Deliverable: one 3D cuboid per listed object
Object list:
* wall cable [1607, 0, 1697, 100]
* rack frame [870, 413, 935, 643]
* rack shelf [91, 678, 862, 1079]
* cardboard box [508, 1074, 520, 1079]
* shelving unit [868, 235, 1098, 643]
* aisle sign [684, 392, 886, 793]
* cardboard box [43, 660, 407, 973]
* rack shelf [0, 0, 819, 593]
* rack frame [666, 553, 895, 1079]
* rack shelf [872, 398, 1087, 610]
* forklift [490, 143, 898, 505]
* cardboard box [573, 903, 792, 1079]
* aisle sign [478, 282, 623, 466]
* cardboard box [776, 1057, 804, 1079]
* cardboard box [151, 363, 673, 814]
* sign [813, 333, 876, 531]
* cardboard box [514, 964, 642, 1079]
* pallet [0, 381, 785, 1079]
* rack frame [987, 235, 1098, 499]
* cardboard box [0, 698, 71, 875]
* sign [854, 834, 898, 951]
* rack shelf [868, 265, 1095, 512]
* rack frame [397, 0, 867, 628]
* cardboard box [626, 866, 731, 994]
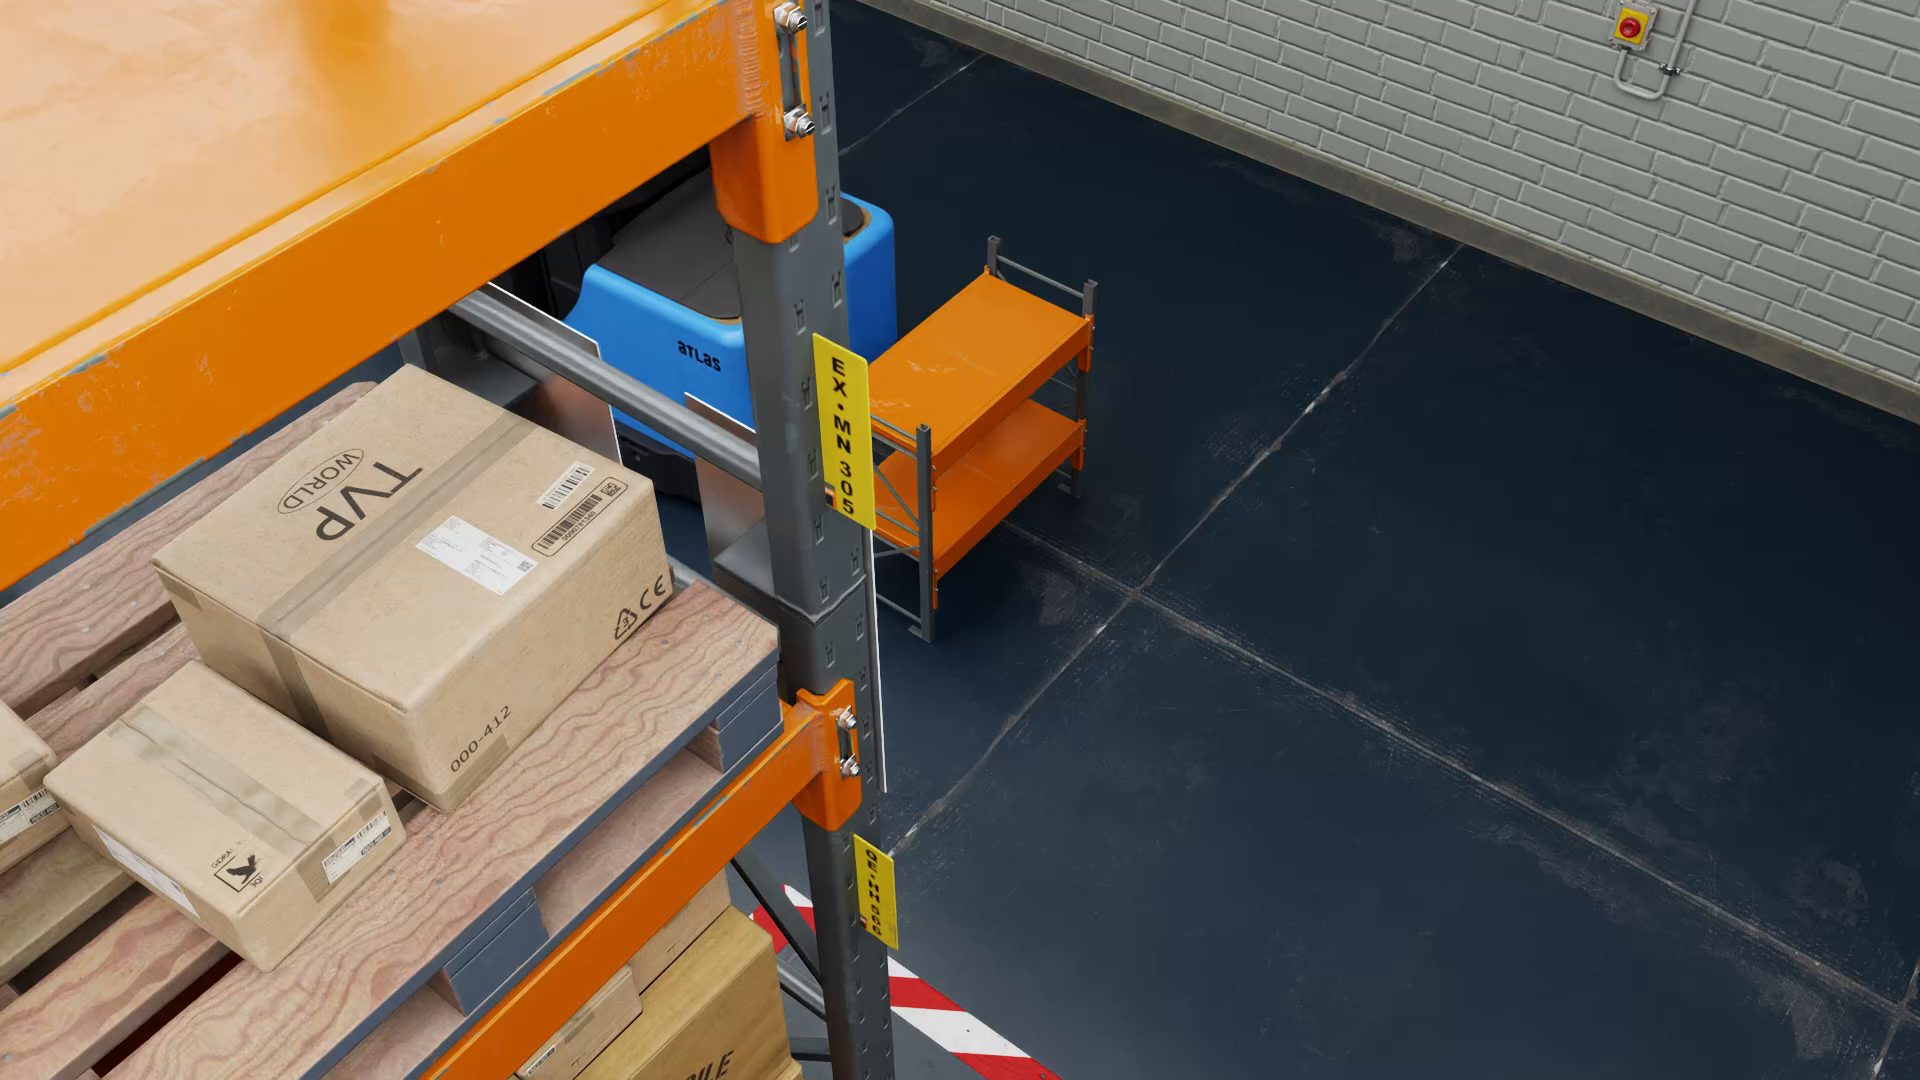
[{"bbox_3d":[2.844,-2.680,6.676,0.585,1.953,0.123,29,53,25],"label":"wall cable"},{"bbox_3d":[-0.307,-0.102,6.234,0.500,1.125,0.032,29,53,25],"label":"rack frame"},{"bbox_3d":[-1.808,1.276,2.045,1.077,0.370,4.000,29,53,25],"label":"rack shelf"},{"bbox_3d":[-0.873,0.950,2.724,0.380,0.149,0.250,29,53,25],"label":"cardboard box"},{"bbox_3d":[0.004,-0.392,6.512,0.538,1.125,1.048,29,53,25],"label":"shelving unit"},{"bbox_3d":[-0.296,0.117,2.931,0.394,0.787,0.004,29,53,25],"label":"aisle sign"},{"bbox_3d":[-0.982,0.362,2.234,0.380,0.149,0.250,25,51,22],"label":"cardboard box"},{"bbox_3d":[-1.808,0.378,1.105,1.077,0.370,4.000,29,53,25],"label":"rack shelf"},{"bbox_3d":[-0.585,0.919,3.963,1.000,3.000,0.127,29,53,25],"label":"rack frame"},{"bbox_3d":[0.004,-0.224,6.688,0.538,0.278,1.000,29,53,25],"label":"rack shelf"},{"bbox_3d":[-1.754,-1.908,6.710,3.031,2.935,1.130,27,52,23],"label":"forklift"},{"bbox_3d":[-0.691,0.920,3.201,0.500,0.500,0.500,31,54,26],"label":"cardboard box"},{"bbox_3d":[-0.771,-0.149,3.184,0.394,0.787,0.004,29,53,25],"label":"aisle sign"},{"bbox_3d":[-0.671,1.277,3.551,0.500,0.500,0.500,29,53,25],"label":"cardboard box"},{"bbox_3d":[-0.789,0.052,2.460,0.500,0.250,0.500,25,51,22],"label":"cardboard box"},{"bbox_3d":[-0.164,-0.148,2.350,0.100,0.325,0.005,29,53,25],"label":"sign"},{"bbox_3d":[-0.782,0.765,2.901,0.380,0.149,0.250,30,53,26],"label":"cardboard box"},{"bbox_3d":[-1.030,0.342,2.500,1.003,0.211,1.213,29,53,25],"label":"pallet"},{"bbox_3d":[0.315,-0.683,6.790,0.500,1.125,0.032,29,53,25],"label":"rack frame"},{"bbox_3d":[-1.432,0.311,2.283,0.380,0.149,0.250,31,54,26],"label":"cardboard box"},{"bbox_3d":[-0.164,0.685,3.221,0.100,0.325,0.005,29,53,25],"label":"sign"},{"bbox_3d":[0.004,-0.595,6.300,0.538,0.278,1.000,29,53,25],"label":"rack shelf"},{"bbox_3d":[-0.585,-1.153,1.793,1.000,3.000,0.127,29,53,25],"label":"rack frame"},{"bbox_3d":[-0.646,0.609,3.050,0.380,0.149,0.250,30,53,25],"label":"cardboard box"}]
